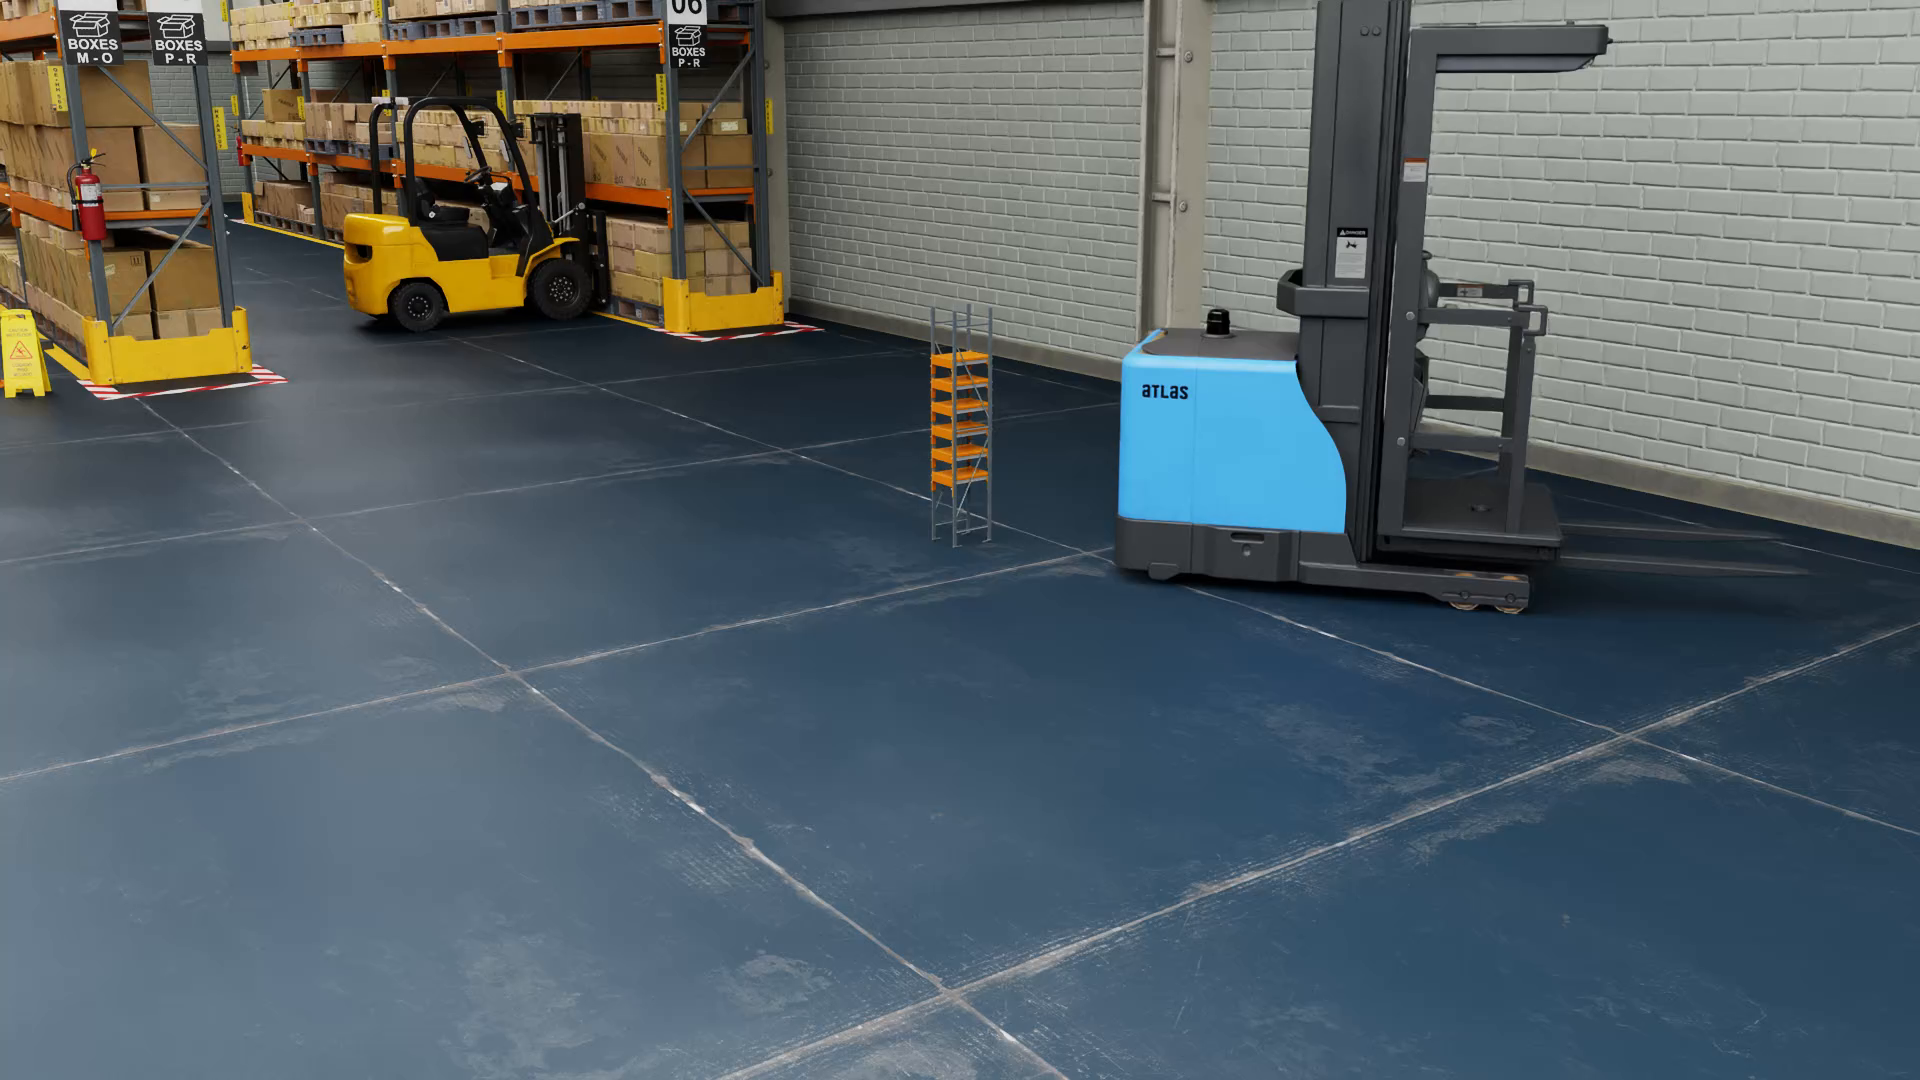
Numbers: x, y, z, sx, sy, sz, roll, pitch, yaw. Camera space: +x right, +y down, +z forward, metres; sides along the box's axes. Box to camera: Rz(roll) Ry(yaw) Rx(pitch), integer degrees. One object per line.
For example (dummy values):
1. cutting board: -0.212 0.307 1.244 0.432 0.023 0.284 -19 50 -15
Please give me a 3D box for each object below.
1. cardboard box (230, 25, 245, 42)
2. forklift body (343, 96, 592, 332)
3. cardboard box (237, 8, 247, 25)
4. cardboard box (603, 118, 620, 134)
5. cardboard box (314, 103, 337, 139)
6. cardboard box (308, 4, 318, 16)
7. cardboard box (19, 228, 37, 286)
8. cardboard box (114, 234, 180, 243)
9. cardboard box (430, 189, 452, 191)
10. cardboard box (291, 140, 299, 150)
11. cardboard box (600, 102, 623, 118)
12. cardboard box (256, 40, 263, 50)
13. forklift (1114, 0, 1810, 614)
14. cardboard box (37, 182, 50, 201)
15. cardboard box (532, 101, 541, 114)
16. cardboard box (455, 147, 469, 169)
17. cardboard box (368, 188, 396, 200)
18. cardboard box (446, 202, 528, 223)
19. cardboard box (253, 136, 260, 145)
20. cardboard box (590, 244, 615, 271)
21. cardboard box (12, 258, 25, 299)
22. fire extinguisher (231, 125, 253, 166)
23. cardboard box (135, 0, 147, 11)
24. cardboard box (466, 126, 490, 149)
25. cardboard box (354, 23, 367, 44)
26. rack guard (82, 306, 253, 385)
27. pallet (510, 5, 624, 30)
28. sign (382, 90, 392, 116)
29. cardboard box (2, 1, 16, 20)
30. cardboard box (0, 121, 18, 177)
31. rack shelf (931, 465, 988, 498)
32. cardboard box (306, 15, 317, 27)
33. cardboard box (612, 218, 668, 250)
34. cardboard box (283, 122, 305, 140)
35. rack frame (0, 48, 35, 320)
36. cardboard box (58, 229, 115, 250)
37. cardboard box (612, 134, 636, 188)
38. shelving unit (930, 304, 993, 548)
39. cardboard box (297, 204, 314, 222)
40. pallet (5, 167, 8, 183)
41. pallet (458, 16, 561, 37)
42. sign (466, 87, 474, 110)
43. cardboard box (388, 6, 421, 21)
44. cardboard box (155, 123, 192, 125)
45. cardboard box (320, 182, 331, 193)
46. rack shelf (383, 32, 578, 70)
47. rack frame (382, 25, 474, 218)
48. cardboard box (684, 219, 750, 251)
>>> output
1. cardboard box: -11.664 -8.327 27.357 0.500 0.250 0.500 -11 19 -35
2. forklift body: -4.887 -3.242 16.347 2.313 2.155 1.214 -11 19 -35
3. cardboard box: -11.362 -8.460 26.896 0.500 0.250 0.500 -11 19 -35
4. cardboard box: -3.336 -4.141 16.604 0.380 0.149 0.250 -12 19 -36
5. cardboard box: -8.944 -6.094 24.176 0.700 0.500 0.500 -11 19 -34
6. cardboard box: -9.029 -7.523 23.624 0.380 0.149 0.250 -11 19 -35
7. cardboard box: -8.533 -2.683 15.688 0.500 0.500 0.500 -10 18 -32
8. cardboard box: -7.174 -2.436 14.787 0.500 0.500 0.500 -10 18 -33
9. cardboard box: -7.189 -4.768 23.027 0.380 0.149 0.250 -10 18 -33
10. cardboard box: -10.087 -6.104 25.671 0.380 0.149 0.250 -10 18 -33
11. cardboard box: -3.353 -4.281 16.552 0.380 0.149 0.250 -10 18 -33
12. cardboard box: -10.882 -7.825 26.279 0.380 0.149 0.250 -11 19 -34
13. forklift: 2.307 -1.242 7.562 3.031 2.935 1.130 4 16 15
14. cardboard box: -7.820 -3.050 14.515 0.380 0.149 0.250 -11 19 -35
15. cardboard box: -4.460 -4.735 18.213 0.380 0.149 0.250 -11 19 -34
16. cardboard box: -5.724 -4.596 19.969 0.500 0.250 0.500 -11 19 -34
17. cardboard box: -8.066 -4.847 23.314 0.380 0.149 0.250 -11 19 -35
18. cardboard box: -5.858 -3.878 20.765 0.875 0.625 0.625 -12 19 -37
19. cardboard box: -11.546 -6.665 27.722 0.380 0.149 0.250 -10 18 -33
20. cardboard box: -3.442 -2.918 17.023 0.500 0.250 0.500 -11 19 -36
21. cardboard box: -8.972 -2.659 16.792 0.950 0.372 0.625 -11 19 -34
22. fire extinguisher: -12.164 -6.689 28.185 0.296 0.674 0.183 -11 19 -35
23. cardboard box: -6.242 -4.205 13.052 0.380 0.149 0.250 -11 19 -34
24. cardboard box: -5.452 -4.726 19.500 0.500 0.250 0.500 -11 19 -36
25. cardboard box: -7.795 -6.792 22.310 0.500 0.250 0.500 -11 19 -34
26. rack guard: -6.354 -1.569 13.362 1.175 0.500 0.348 -11 19 -35
27. pallet: -4.126 -5.610 17.876 1.003 0.211 1.213 -11 19 -35
28. sign: -7.434 -5.672 21.574 0.100 0.325 0.005 -11 19 -35
29. cardboard box: -7.989 -4.545 14.292 0.380 0.149 0.250 -11 19 -36
30. cardboard box: -8.628 -3.667 15.539 0.500 0.500 0.500 -11 19 -35
31. rack shelf: 0.009 -0.301 8.481 0.258 0.103 0.180 -11 19 -35
32. cardboard box: -9.066 -7.376 23.653 0.380 0.149 0.250 -11 19 -34
33. cardboard box: -3.124 -3.046 16.543 0.500 0.250 0.500 -10 18 -34
34. cardboard box: -10.155 -6.339 25.774 0.500 0.250 0.500 -11 19 -34
35. rack frame: -8.661 -3.613 16.093 1.000 3.000 0.127 -11 19 -35
36. cardboard box: -7.261 -2.508 13.821 0.380 0.149 0.250 -10 18 -33
37. cardboard box: -3.096 -3.754 16.422 0.500 0.500 0.500 -10 18 -33
38. shelving unit: 0.009 -0.576 8.406 0.258 1.200 0.189 -11 19 -35
39. cardboard box: -10.127 -5.126 26.005 0.396 0.266 0.258 -10 18 -33
40. pallet: -8.993 -3.706 16.797 1.003 0.211 1.213 -11 19 -35
41. pallet: -5.177 -5.925 19.221 0.805 0.209 1.217 -12 19 -37
42. sign: -6.553 -5.883 22.196 0.100 0.325 0.005 -11 19 -35
43. cardboard box: -7.041 -6.701 21.154 0.380 0.166 0.250 -11 19 -35
44. cardboard box: -6.671 -3.204 13.849 0.500 0.500 0.500 -10 18 -33
45. cardboard box: -9.356 -5.284 24.911 0.380 0.149 0.250 -10 18 -32
46. rack shelf: -5.824 -5.911 20.170 1.077 0.370 4.000 -11 19 -35
47. rack frame: -7.000 -5.238 22.032 1.000 3.000 0.127 -11 19 -35
48. cardboard box: -2.426 -3.020 16.448 0.500 0.250 0.500 -11 19 -35
